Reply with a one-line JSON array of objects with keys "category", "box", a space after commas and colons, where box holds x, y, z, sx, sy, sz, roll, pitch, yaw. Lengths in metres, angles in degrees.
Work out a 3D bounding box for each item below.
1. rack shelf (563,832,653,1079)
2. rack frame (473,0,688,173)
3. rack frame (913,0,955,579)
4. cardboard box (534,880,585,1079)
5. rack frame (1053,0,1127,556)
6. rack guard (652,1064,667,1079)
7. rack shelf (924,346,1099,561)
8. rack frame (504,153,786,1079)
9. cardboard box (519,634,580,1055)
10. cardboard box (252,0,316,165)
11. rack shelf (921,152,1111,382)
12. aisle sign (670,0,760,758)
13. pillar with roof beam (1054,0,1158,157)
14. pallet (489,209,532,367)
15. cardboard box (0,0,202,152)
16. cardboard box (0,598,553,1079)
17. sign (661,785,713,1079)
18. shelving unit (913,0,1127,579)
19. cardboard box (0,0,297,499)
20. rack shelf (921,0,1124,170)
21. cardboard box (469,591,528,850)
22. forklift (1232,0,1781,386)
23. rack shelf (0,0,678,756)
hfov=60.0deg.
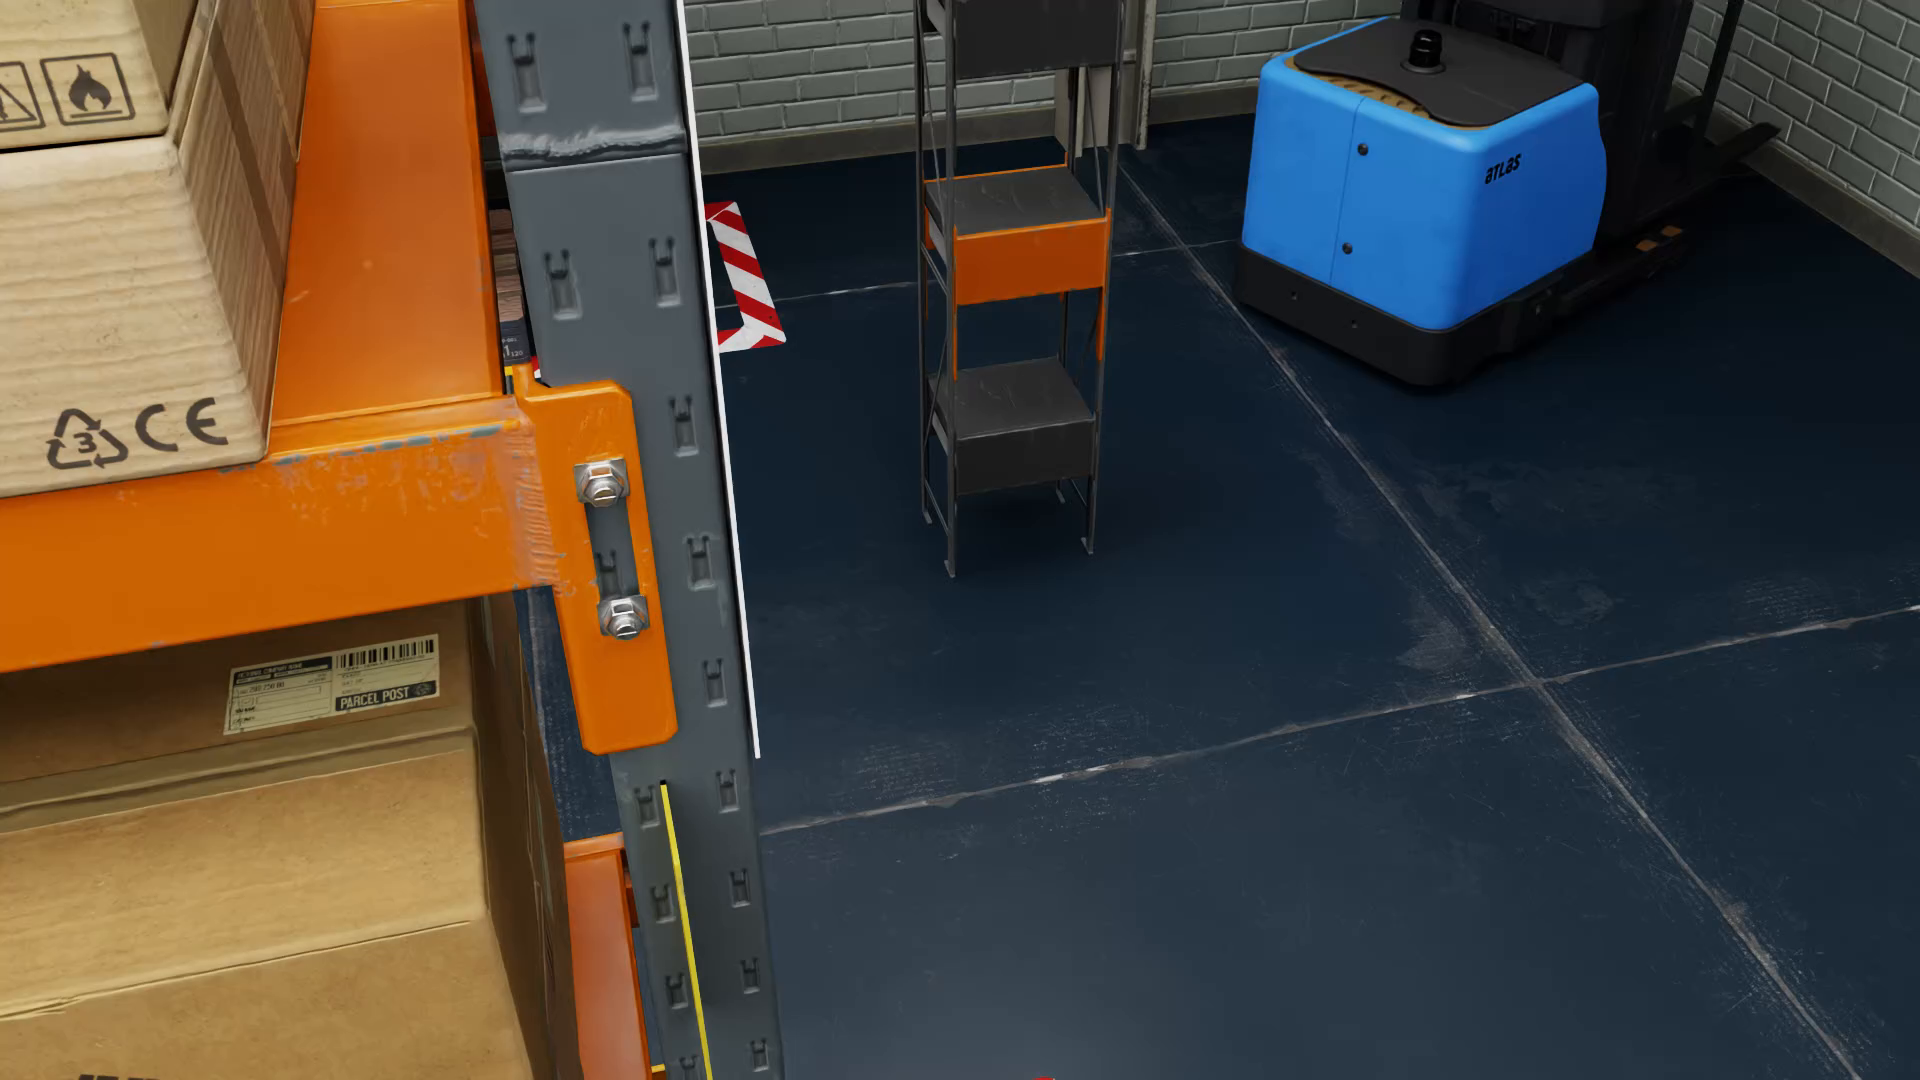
[{"category": "rack shelf", "box": [-2.313, 1.238, 2.254, 4.000, 0.370, 1.077, -9, 38, -12]}, {"category": "rack frame", "box": [-0.383, -1.747, 0.627, 0.127, 3.000, 1.000, -9, 38, -12]}, {"category": "rack frame", "box": [-0.076, -0.822, 5.096, 0.015, 2.100, 0.400, -9, 38, -12]}, {"category": "cardboard box", "box": [-0.744, 0.827, 2.118, 0.500, 0.500, 0.500, -8, 38, -11]}, {"category": "rack frame", "box": [0.395, -0.899, 5.197, 0.015, 2.100, 0.400, -9, 38, -12]}, {"category": "rack guard", "box": [-0.456, 1.641, 3.194, 0.348, 0.500, 1.175, -9, 38, -12]}, {"category": "rack shelf", "box": [0.160, -0.293, 5.580, 0.480, 0.518, 0.431, -9, 38, -12]}, {"category": "rack frame", "box": [-0.383, 0.636, 2.450, 0.127, 3.000, 1.000, -9, 38, -12]}, {"category": "cardboard box", "box": [-0.880, 0.512, 2.530, 0.500, 0.500, 0.500, -9, 38, -11]}, {"category": "cardboard box", "box": [-0.945, -0.564, 1.673, 0.500, 0.250, 0.500, -9, 38, -12]}, {"category": "rack shelf", "box": [0.160, -0.849, 5.155, 0.480, 0.518, 0.431, -9, 38, -12]}, {"category": "aisle sign", "box": [-0.237, -0.228, 1.439, 0.004, 0.787, 0.394, -9, 38, -12]}, {"category": "pillar with roof beam", "box": [1.826, -3.062, 2.346, 0.400, 9.000, 9.100, -9, 38, -12]}, {"category": "pallet", "box": [-2.429, -0.989, 6.869, 1.213, 0.211, 1.003, -9, 38, -12]}, {"category": "cardboard box", "box": [-0.812, -0.464, 1.130, 0.500, 0.250, 0.500, -9, 38, -12]}, {"category": "cardboard box", "box": [-0.741, 0.431, 1.813, 0.500, 0.500, 0.500, -10, 38, -12]}, {"category": "sign", "box": [-0.257, 0.379, 1.573, 0.005, 0.325, 0.100, -9, 38, -12]}, {"category": "shelving unit", "box": [0.160, -0.860, 5.146, 0.503, 2.100, 0.431, -9, 38, -12]}, {"category": "cardboard box", "box": [-0.810, -0.260, 1.276, 0.500, 0.250, 0.500, -9, 38, -12]}, {"category": "rack shelf", "box": [0.160, -1.405, 4.729, 0.480, 0.518, 0.431, -9, 38, -12]}, {"category": "cardboard box", "box": [-0.880, 0.115, 2.226, 0.500, 0.500, 0.500, -8, 38, -11]}, {"category": "forklift", "box": [2.584, -2.518, 6.629, 3.031, 2.935, 1.130, -28, 45, -32]}, {"category": "rack shelf", "box": [-2.313, 0.047, 1.343, 4.000, 0.370, 1.077, -9, 38, -12]}]
